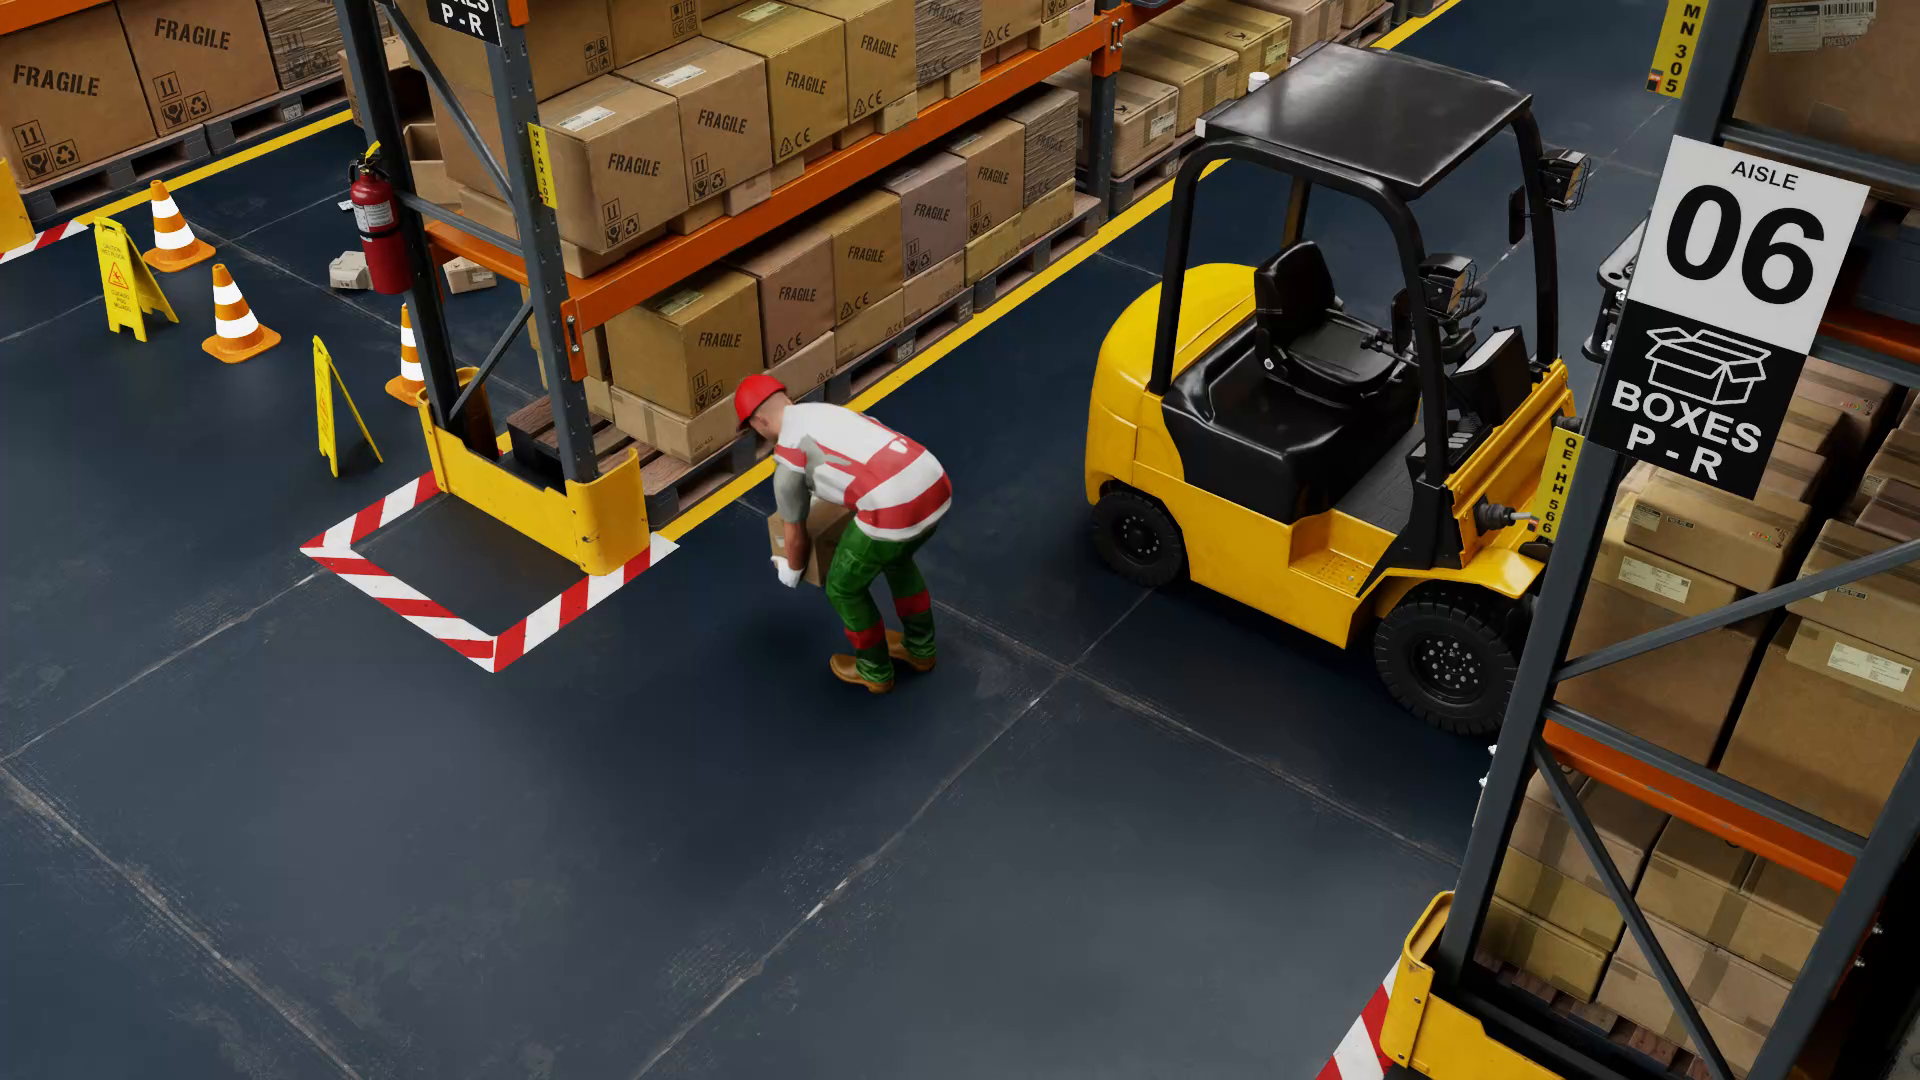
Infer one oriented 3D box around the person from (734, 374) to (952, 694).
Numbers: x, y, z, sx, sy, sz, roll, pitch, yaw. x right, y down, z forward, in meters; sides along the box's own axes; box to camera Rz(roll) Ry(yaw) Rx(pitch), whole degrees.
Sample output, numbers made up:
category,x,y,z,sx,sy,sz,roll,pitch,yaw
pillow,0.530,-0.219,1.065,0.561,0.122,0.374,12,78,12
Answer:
category,x,y,z,sx,sy,sz,roll,pitch,yaw
person,-0.475,-0.022,6.616,0.949,1.218,0.482,24,44,27
